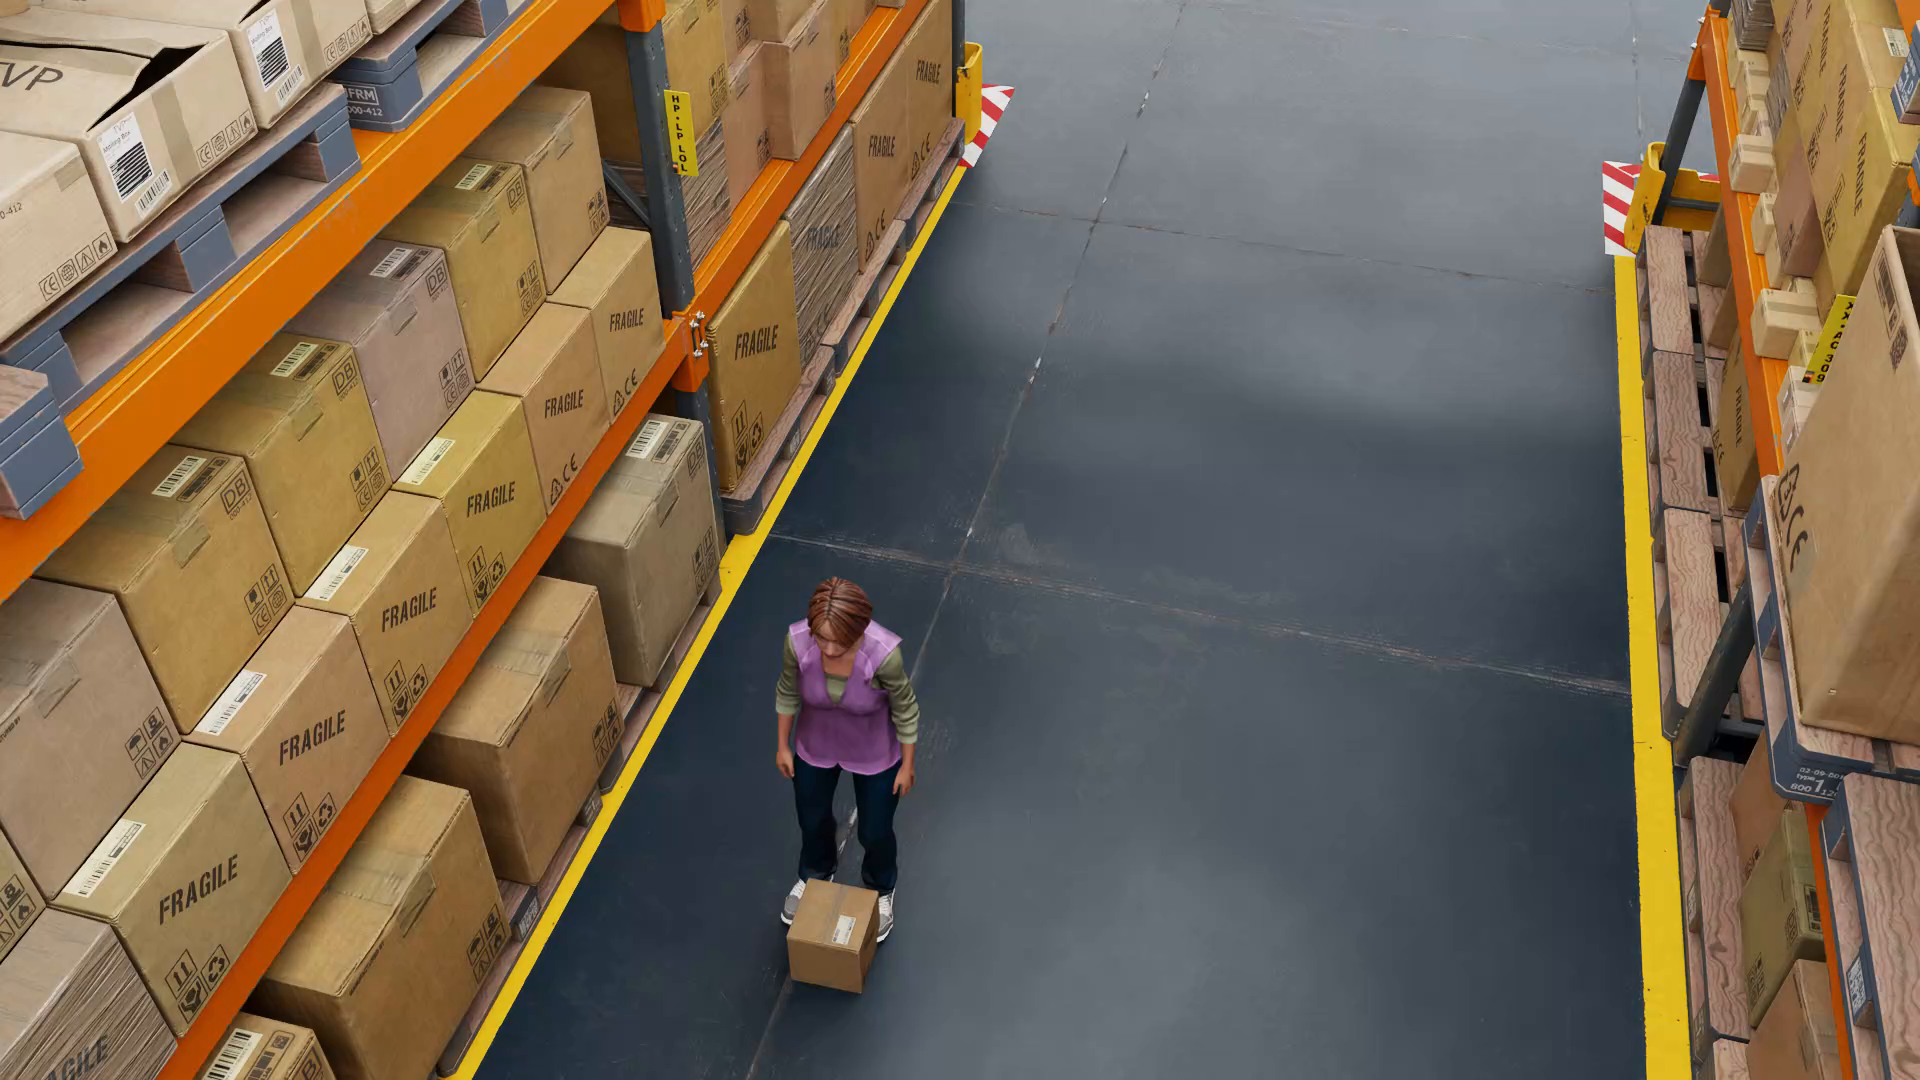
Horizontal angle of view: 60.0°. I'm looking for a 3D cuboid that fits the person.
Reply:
[{"bbox_3d":[-0.369,0.692,5.387,0.484,1.594,0.340,8,42,9],"label":"person"}]
